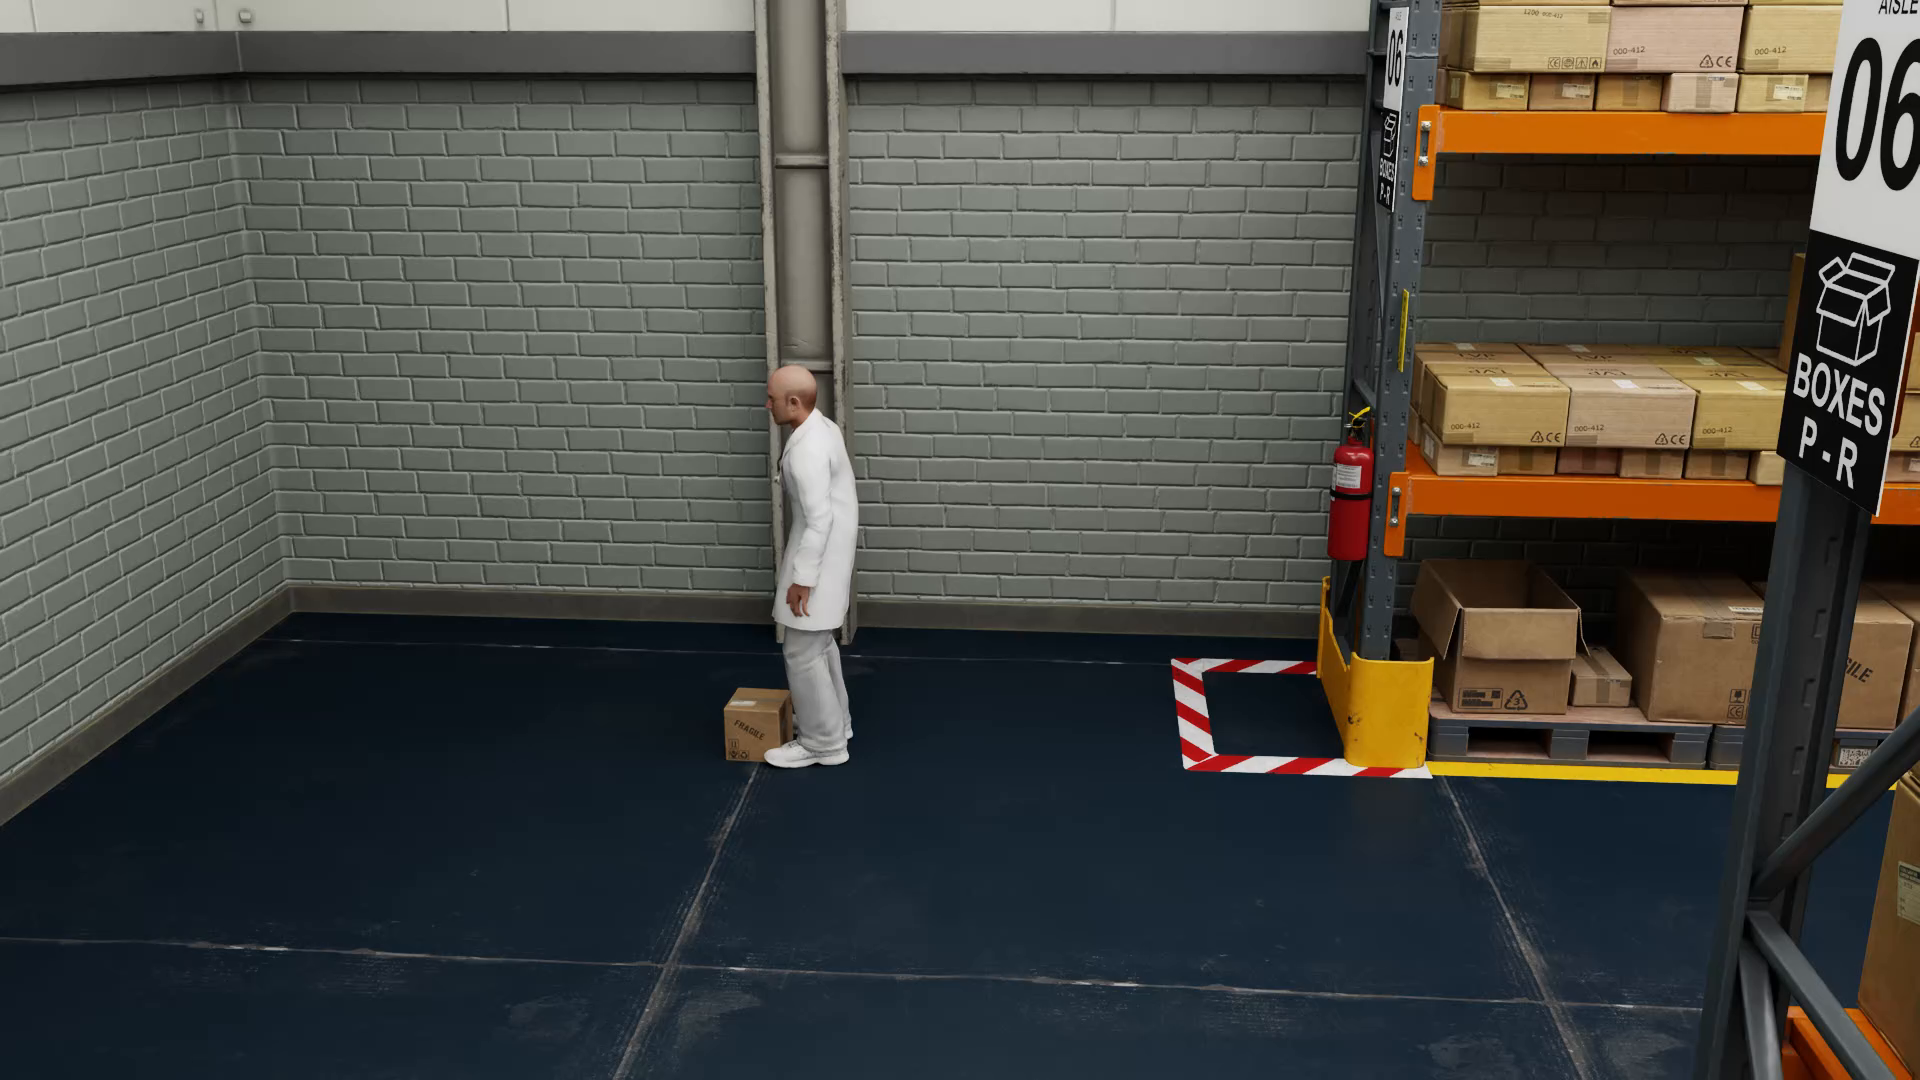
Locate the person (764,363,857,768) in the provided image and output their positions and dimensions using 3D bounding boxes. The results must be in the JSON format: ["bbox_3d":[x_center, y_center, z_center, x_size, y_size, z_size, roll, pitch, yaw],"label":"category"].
[{"bbox_3d":[-0.655,0.121,7.237,0.424,1.742,0.644,1,17,4],"label":"person"}]
